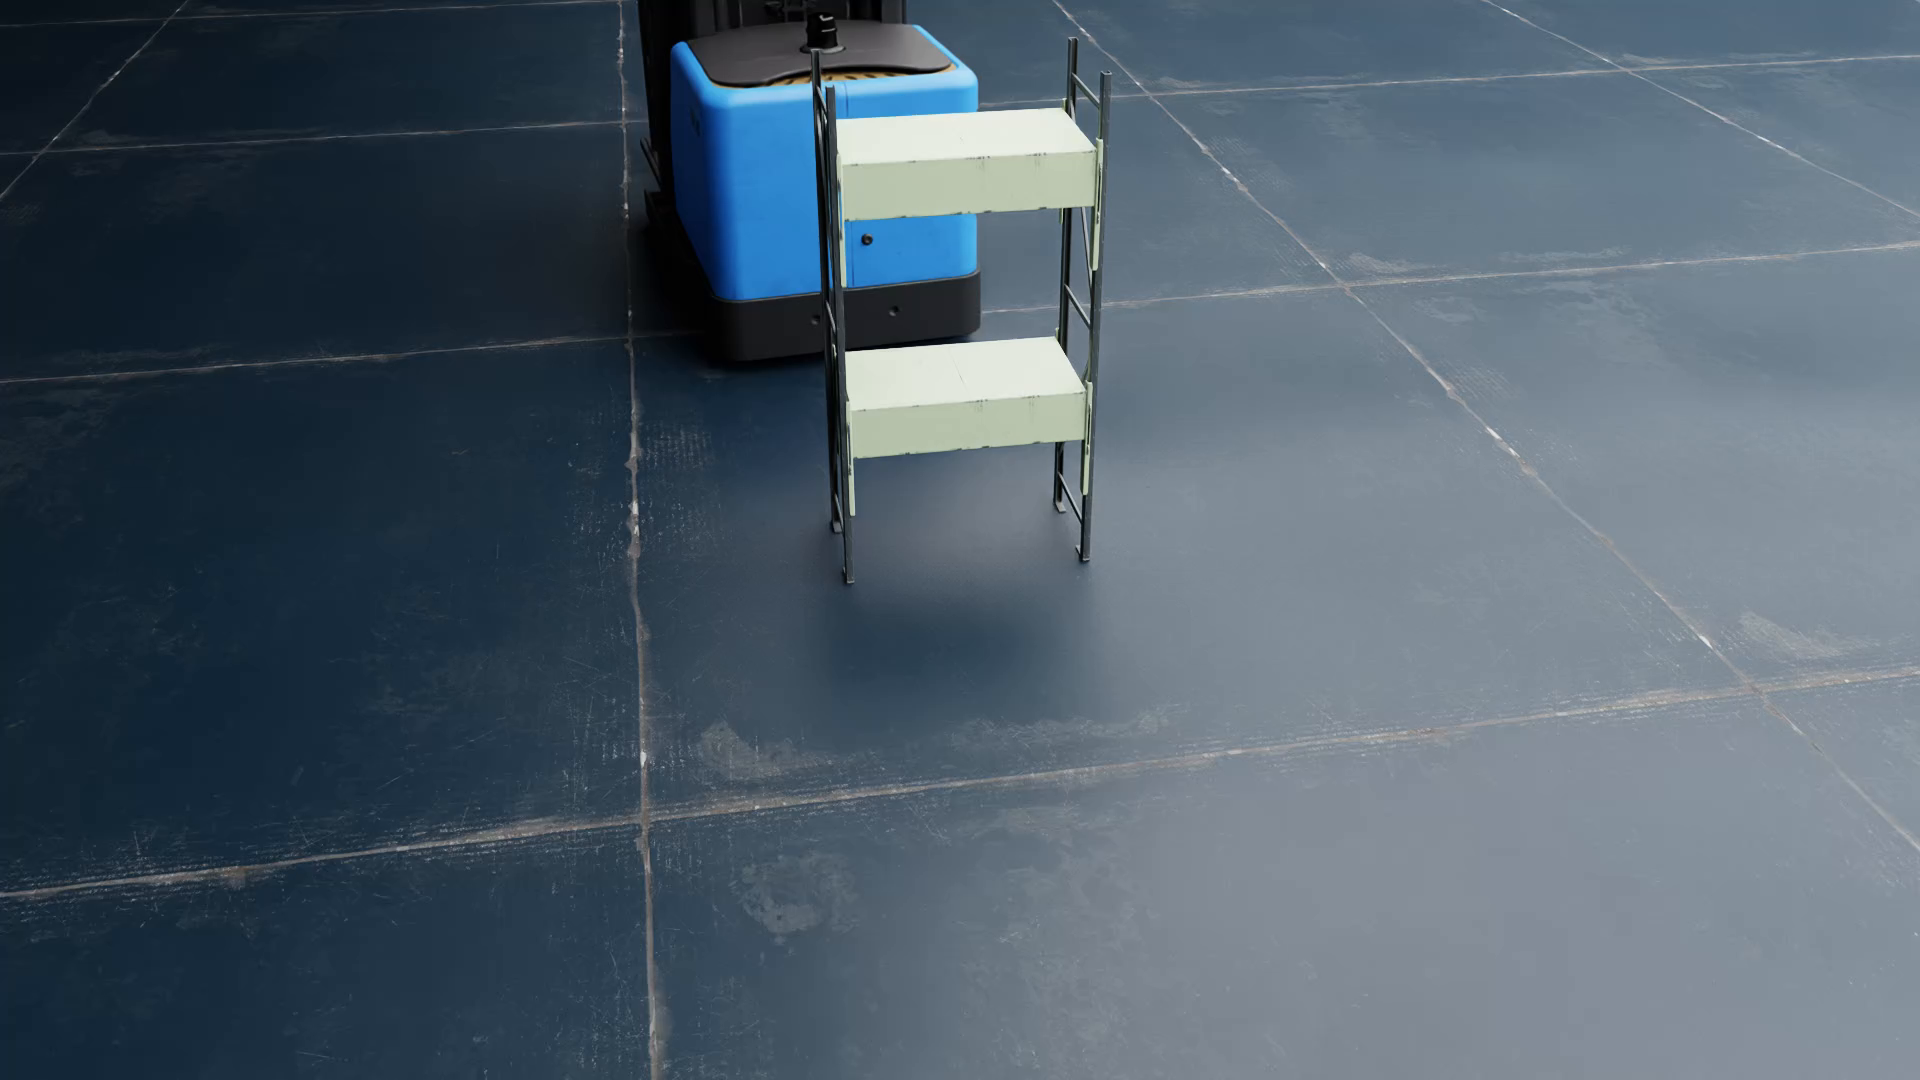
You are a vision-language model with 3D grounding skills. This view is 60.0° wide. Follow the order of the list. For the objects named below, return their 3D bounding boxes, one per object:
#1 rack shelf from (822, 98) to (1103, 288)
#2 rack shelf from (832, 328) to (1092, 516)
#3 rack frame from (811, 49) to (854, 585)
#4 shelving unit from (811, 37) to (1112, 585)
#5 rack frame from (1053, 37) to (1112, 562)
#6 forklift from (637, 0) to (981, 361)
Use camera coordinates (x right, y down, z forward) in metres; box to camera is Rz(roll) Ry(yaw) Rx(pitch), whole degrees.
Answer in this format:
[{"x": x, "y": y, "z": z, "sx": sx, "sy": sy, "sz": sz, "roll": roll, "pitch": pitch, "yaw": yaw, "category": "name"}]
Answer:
[{"x": -0.007, "y": -0.982, "z": 4.671, "sx": 0.720, "sy": 0.370, "sz": 0.431, "roll": -5, "pitch": 31, "yaw": -9, "category": "rack shelf"}, {"x": -0.007, "y": -0.365, "z": 5.034, "sx": 0.720, "sy": 0.370, "sz": 0.431, "roll": -5, "pitch": 31, "yaw": -9, "category": "rack shelf"}, {"x": -0.367, "y": -0.612, "z": 4.812, "sx": 0.023, "sy": 1.500, "sz": 0.400, "roll": -5, "pitch": 31, "yaw": -9, "category": "rack frame"}, {"x": -0.007, "y": -0.646, "z": 4.869, "sx": 0.755, "sy": 1.500, "sz": 0.431, "roll": -5, "pitch": 31, "yaw": -9, "category": "shelving unit"}, {"x": 0.353, "y": -0.679, "z": 4.926, "sx": 0.023, "sy": 1.500, "sz": 0.400, "roll": -5, "pitch": 31, "yaw": -9, "category": "rack frame"}, {"x": -0.830, "y": -2.670, "z": 6.900, "sx": 1.130, "sy": 2.935, "sz": 3.031, "roll": -9, "pitch": 32, "yaw": -14, "category": "forklift"}]
